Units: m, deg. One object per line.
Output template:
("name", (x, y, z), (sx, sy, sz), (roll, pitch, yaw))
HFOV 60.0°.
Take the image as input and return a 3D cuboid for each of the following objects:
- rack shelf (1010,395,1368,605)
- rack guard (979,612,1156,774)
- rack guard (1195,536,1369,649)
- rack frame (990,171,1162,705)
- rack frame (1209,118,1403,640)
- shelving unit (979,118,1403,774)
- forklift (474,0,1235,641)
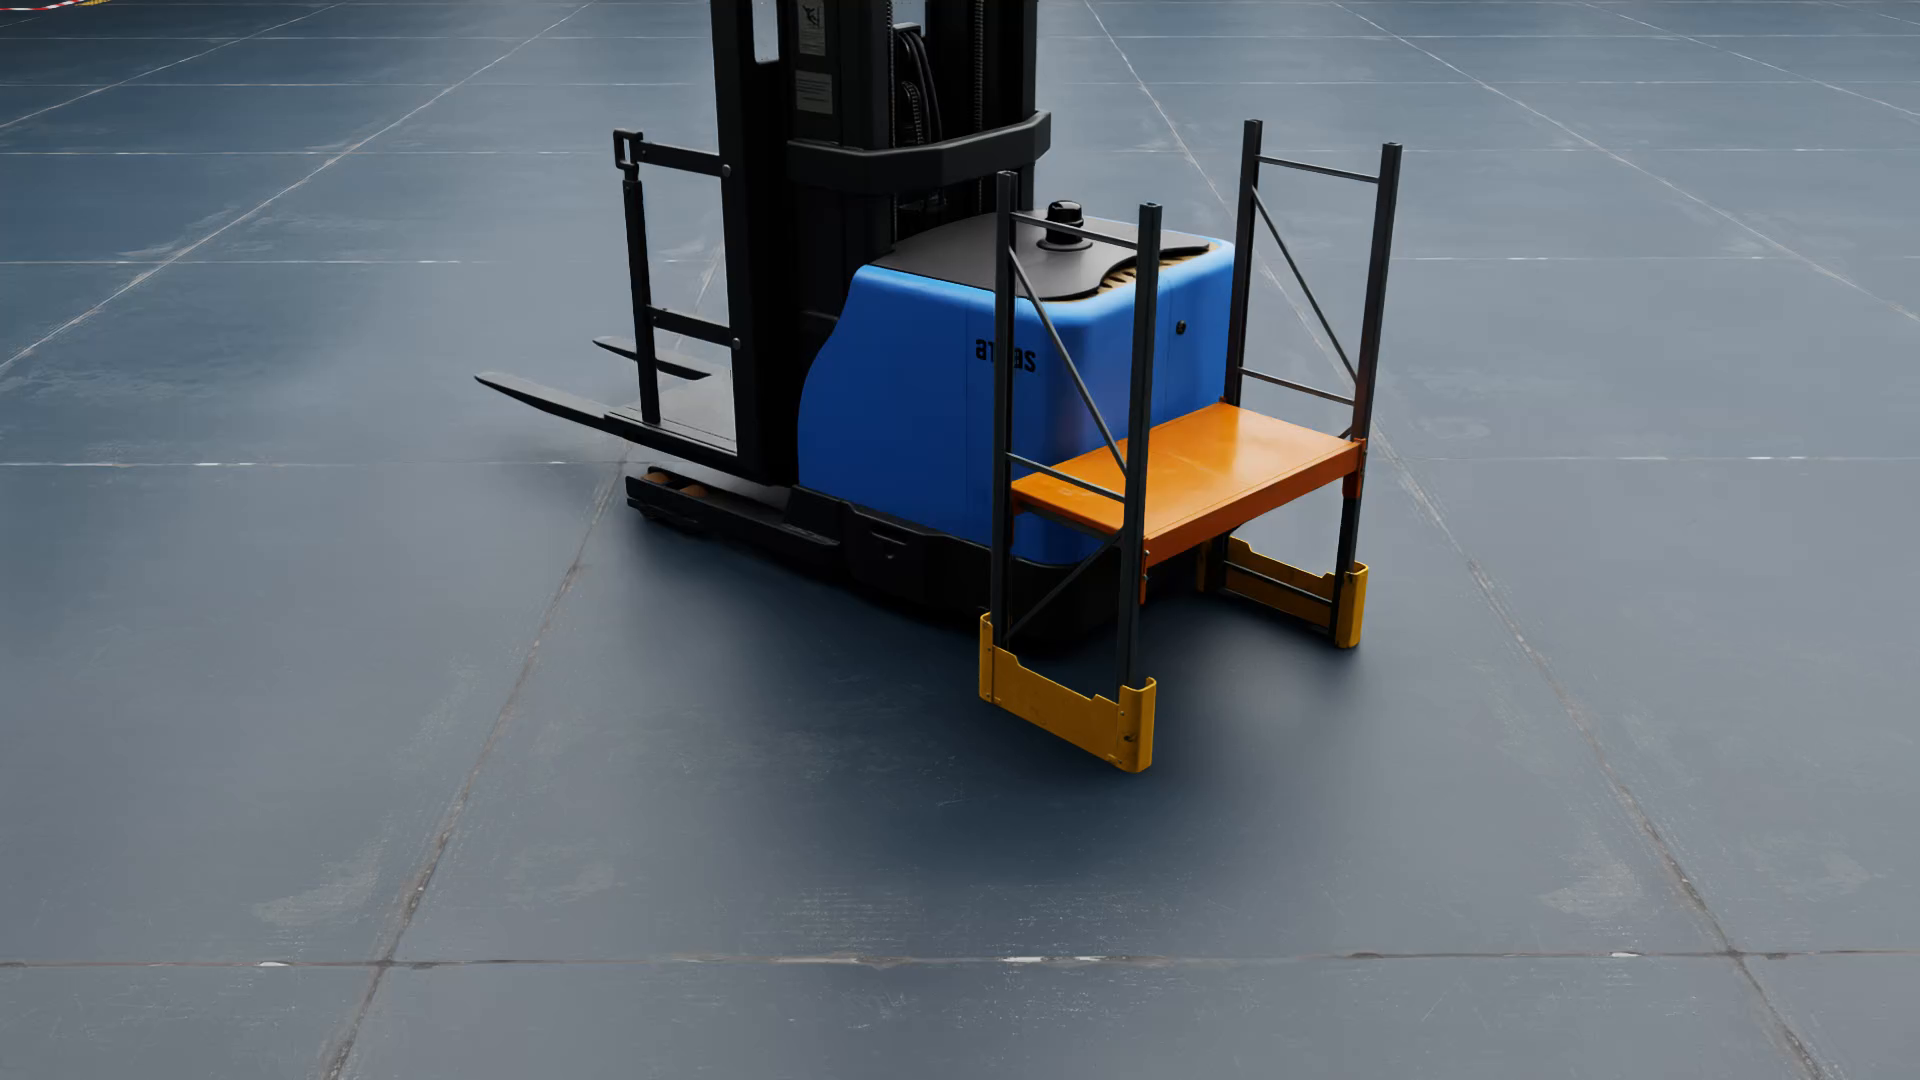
("rack shelf", (0.633, -0.140, 4.669), (1.000, 0.185, 0.538), (-22, 33, -40))
("rack guard", (0.283, 0.407, 4.542), (0.087, 0.250, 0.587), (-22, 33, -40))
("rack guard", (0.992, 0.118, 5.180), (0.087, 0.250, 0.587), (-22, 33, -40))
("rack frame", (0.273, -0.156, 4.269), (0.032, 1.500, 0.500), (-22, 33, -40))
("rack frame", (0.996, -0.450, 4.920), (0.032, 1.500, 0.500), (-22, 33, -40))
("shelving unit", (0.641, -0.306, 4.600), (1.083, 1.500, 0.587), (-22, 33, -40))
("forklift", (-0.558, -1.511, 5.533), (3.031, 2.935, 1.130), (18, 30, 35))
